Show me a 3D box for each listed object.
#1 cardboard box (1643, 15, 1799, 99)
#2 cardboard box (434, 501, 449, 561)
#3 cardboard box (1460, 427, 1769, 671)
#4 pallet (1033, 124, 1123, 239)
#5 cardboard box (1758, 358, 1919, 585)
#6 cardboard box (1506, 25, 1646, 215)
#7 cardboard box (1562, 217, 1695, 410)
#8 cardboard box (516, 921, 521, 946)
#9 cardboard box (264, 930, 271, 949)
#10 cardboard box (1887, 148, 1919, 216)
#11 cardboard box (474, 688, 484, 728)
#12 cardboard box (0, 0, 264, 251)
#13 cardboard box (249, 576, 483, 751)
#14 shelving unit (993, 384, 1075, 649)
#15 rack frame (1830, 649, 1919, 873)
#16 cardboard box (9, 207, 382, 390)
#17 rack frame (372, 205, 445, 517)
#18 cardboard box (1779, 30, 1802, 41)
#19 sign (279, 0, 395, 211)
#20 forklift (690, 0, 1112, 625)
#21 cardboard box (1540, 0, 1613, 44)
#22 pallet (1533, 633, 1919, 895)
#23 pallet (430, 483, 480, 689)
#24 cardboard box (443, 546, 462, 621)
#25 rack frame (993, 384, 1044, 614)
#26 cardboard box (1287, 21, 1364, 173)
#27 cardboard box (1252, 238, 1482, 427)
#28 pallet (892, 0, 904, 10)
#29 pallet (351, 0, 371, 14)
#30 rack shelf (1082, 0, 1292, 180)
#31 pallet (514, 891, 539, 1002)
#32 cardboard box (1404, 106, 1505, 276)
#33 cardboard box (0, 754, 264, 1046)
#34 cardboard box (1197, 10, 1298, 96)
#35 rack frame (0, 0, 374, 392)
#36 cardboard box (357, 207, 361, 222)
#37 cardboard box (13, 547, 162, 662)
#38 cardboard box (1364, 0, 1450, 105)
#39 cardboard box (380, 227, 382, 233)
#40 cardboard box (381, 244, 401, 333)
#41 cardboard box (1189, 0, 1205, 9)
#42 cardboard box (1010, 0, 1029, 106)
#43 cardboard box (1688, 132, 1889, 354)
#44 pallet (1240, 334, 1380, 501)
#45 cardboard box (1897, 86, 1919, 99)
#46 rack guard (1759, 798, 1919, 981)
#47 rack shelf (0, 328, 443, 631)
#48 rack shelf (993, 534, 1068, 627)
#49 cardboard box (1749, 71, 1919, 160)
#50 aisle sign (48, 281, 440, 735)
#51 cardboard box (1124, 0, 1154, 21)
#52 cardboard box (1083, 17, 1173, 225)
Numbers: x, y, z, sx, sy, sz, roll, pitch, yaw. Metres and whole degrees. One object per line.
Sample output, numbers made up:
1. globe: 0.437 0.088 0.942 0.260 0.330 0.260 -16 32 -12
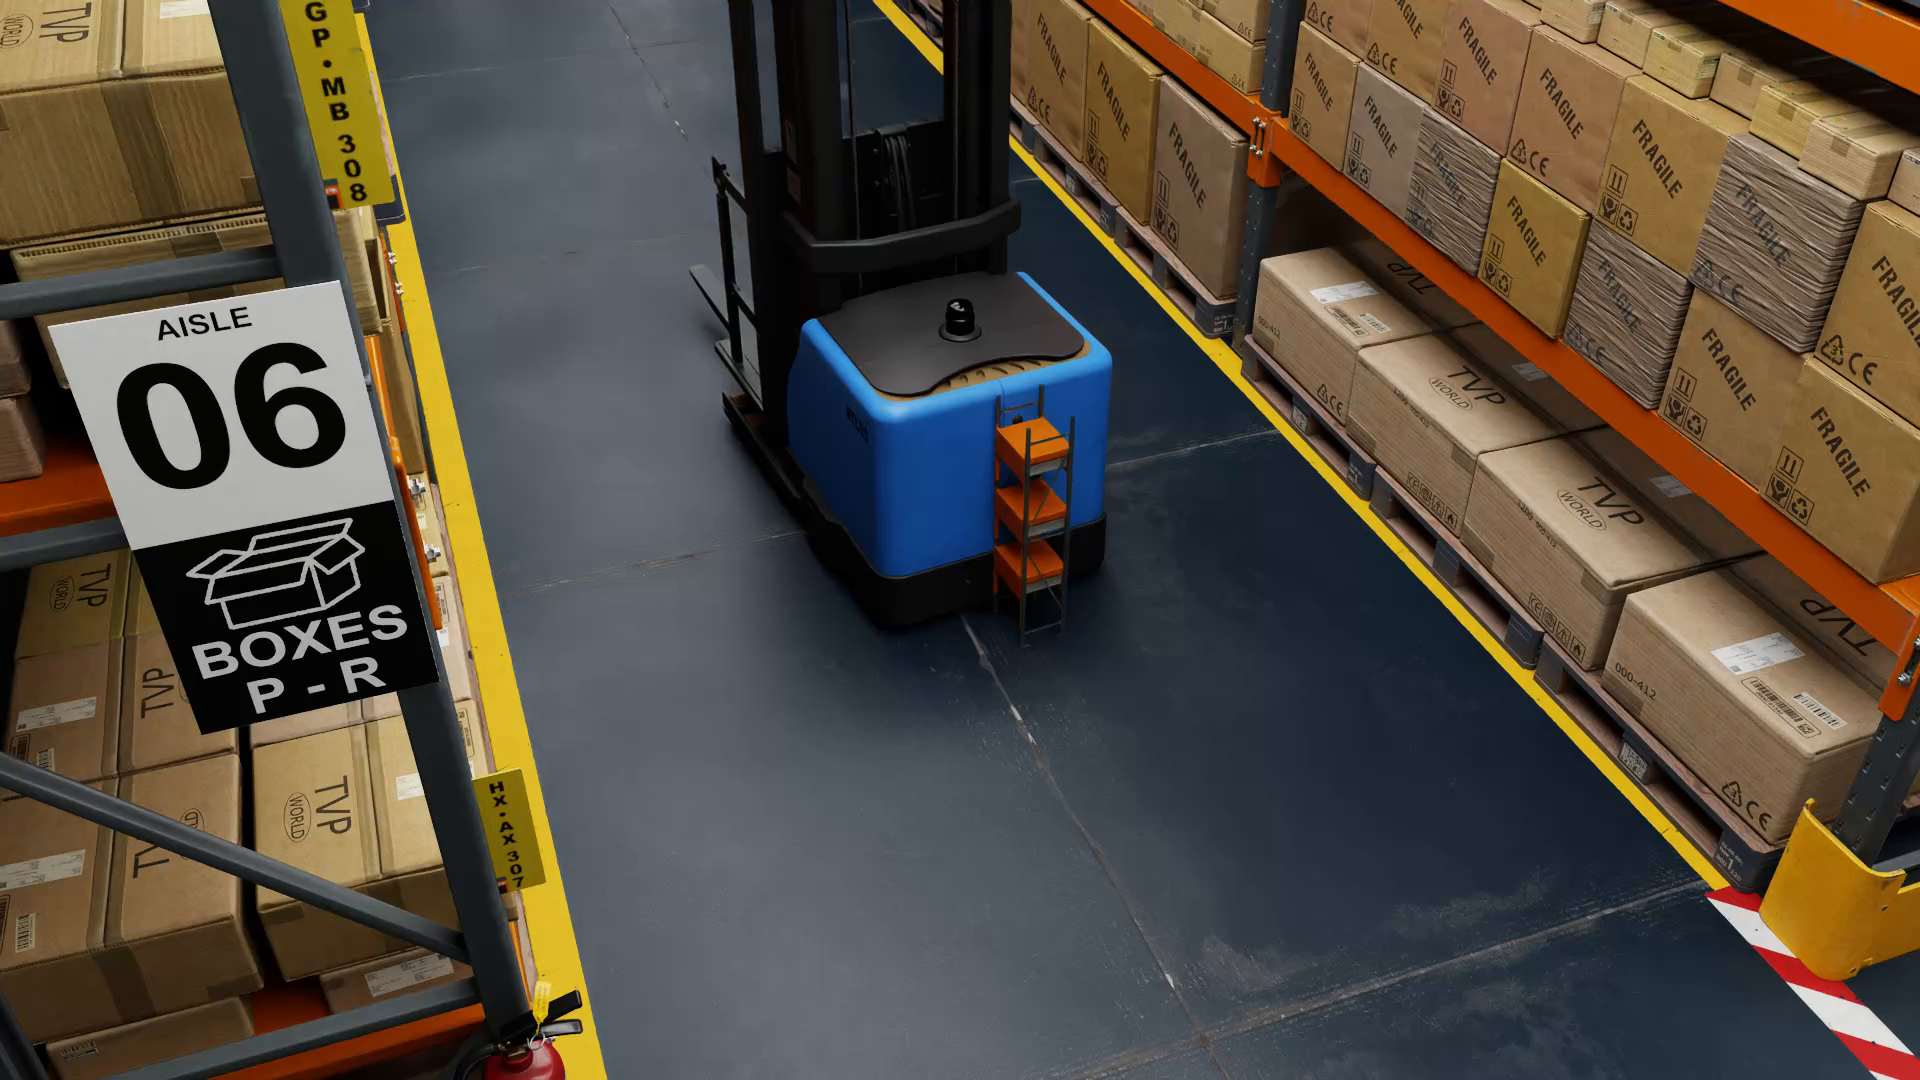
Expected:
1. cardboard box: 2.459 -1.564 5.380 0.380 0.149 0.250 -12 38 -15
2. cardboard box: -2.307 0.000 6.777 0.380 0.149 0.250 -14 39 -17
3. cardboard box: 2.618 -0.007 6.546 0.875 0.438 0.875 -11 38 -15
4. pallet: 1.125 -2.252 10.064 1.003 0.211 1.213 -12 39 -16
5. cardboard box: 2.847 -0.253 5.009 0.500 0.500 0.500 -12 39 -16
6. cardboard box: 2.326 -1.511 5.849 0.500 0.500 0.500 -13 39 -16
7. cardboard box: 2.502 -0.828 5.773 0.500 0.500 0.500 -11 38 -15
8. cardboard box: -1.777 1.009 5.145 0.700 0.500 0.500 -11 38 -14
9. cardboard box: -1.793 0.847 3.841 0.380 0.149 0.250 -11 38 -15
10. cardboard box: 2.840 -0.993 4.622 0.380 0.149 0.250 -12 39 -15
11. cardboard box: -2.134 0.423 5.924 0.700 0.500 0.500 -14 39 -18
12. cardboard box: -1.315 -0.725 2.688 0.500 0.250 0.500 -13 39 -16
13. cardboard box: -1.475 0.379 4.131 0.500 0.250 0.500 -12 39 -15
14. shelving unit: 0.280 -0.076 6.479 0.215 1.050 0.252 -16 40 -20
15. rack frame: 3.261 0.005 4.750 1.000 3.000 0.127 -12 39 -16
16. cardboard box: -1.294 -0.530 2.844 0.500 0.250 0.500 -13 39 -16
17. rack frame: -2.774 -1.225 6.383 1.000 3.000 0.127 -12 39 -16
18. cardboard box: 2.967 -1.687 5.544 0.380 0.149 0.250 -12 39 -16
19. sign: -0.888 -0.625 2.367 0.100 0.325 0.005 -12 39 -16
20. forklift: -0.478 -1.706 7.079 1.130 2.935 3.031 -16 40 -20
21. cardboard box: 2.256 -1.857 5.769 0.380 0.149 0.250 -12 39 -16
22. pallet: 2.913 0.683 6.168 1.003 0.211 1.213 -12 39 -16
23. pallet: -2.539 0.277 6.707 1.003 0.211 1.213 -12 39 -16
24. cardboard box: -1.650 0.154 4.761 0.380 0.149 0.250 -14 39 -17
25. rack frame: 0.227 -0.142 6.567 0.200 1.050 0.008 -16 40 -20
26. cardboard box: 1.801 -1.975 7.296 0.500 0.500 0.500 -11 38 -14
27. cardboard box: 2.000 -1.022 7.894 0.875 0.438 0.875 -13 39 -17
28. pallet: -0.175 -4.530 13.089 1.003 0.211 1.213 -12 39 -16
29. pallet: -3.852 -3.040 8.952 1.213 0.211 1.003 -12 39 -16
30. rack shelf: 1.197 -3.097 9.467 1.077 0.370 4.000 -12 39 -16
31. pallet: -1.699 1.656 4.877 1.003 0.211 1.213 -12 39 -16
32. cardboard box: 2.135 -1.408 6.543 0.500 0.500 0.500 -12 39 -16
33. cardboard box: -1.805 0.771 3.611 0.500 0.250 0.500 -11 38 -15
34. cardboard box: 1.494 -2.396 8.063 0.500 0.250 0.500 -13 39 -17
35. rack frame: -1.398 -1.362 1.578 1.000 3.000 0.127 -12 39 -16
36. cardboard box: -1.465 -0.745 3.461 0.380 0.149 0.250 -12 39 -15
37. cardboard box: -2.148 0.199 4.371 0.500 0.250 0.500 -11 38 -15
38. cardboard box: 1.989 -2.088 6.615 0.500 0.500 0.500 -13 39 -17
39. cardboard box: -3.262 -1.590 8.596 0.500 0.500 0.500 -14 39 -18
40. cardboard box: -2.184 -0.767 5.652 0.500 0.250 0.500 -12 39 -16
41. cardboard box: 1.326 -2.874 8.282 0.500 0.250 0.500 -12 38 -15
42. cardboard box: 0.668 -3.426 10.722 0.875 0.875 0.875 -13 39 -16
43. cardboard box: 2.665 -0.947 5.099 0.500 0.500 0.500 -12 39 -16
44. pallet: 2.073 -0.695 7.997 1.003 0.211 1.213 -12 39 -16
45. cardboard box: 3.153 -1.400 5.162 0.380 0.149 0.250 -14 39 -17
46. rack guard: 3.270 1.017 5.484 1.175 0.500 0.348 -12 39 -16
47. rack shelf: -2.086 -1.006 4.197 1.077 0.370 4.000 -12 39 -16
48. rack shelf: 0.280 0.154 6.652 0.215 0.259 0.240 -16 40 -20
49. cardboard box: 2.624 -1.272 4.993 0.380 0.149 0.250 -12 39 -15
50. aisle sign: -1.099 -0.026 2.631 0.394 0.787 0.004 -12 39 -16
51. cardboard box: 1.164 -2.973 8.828 0.500 0.250 0.500 -13 39 -17
52. cardboard box: 1.278 -2.416 9.381 0.875 0.875 0.875 -11 38 -15
